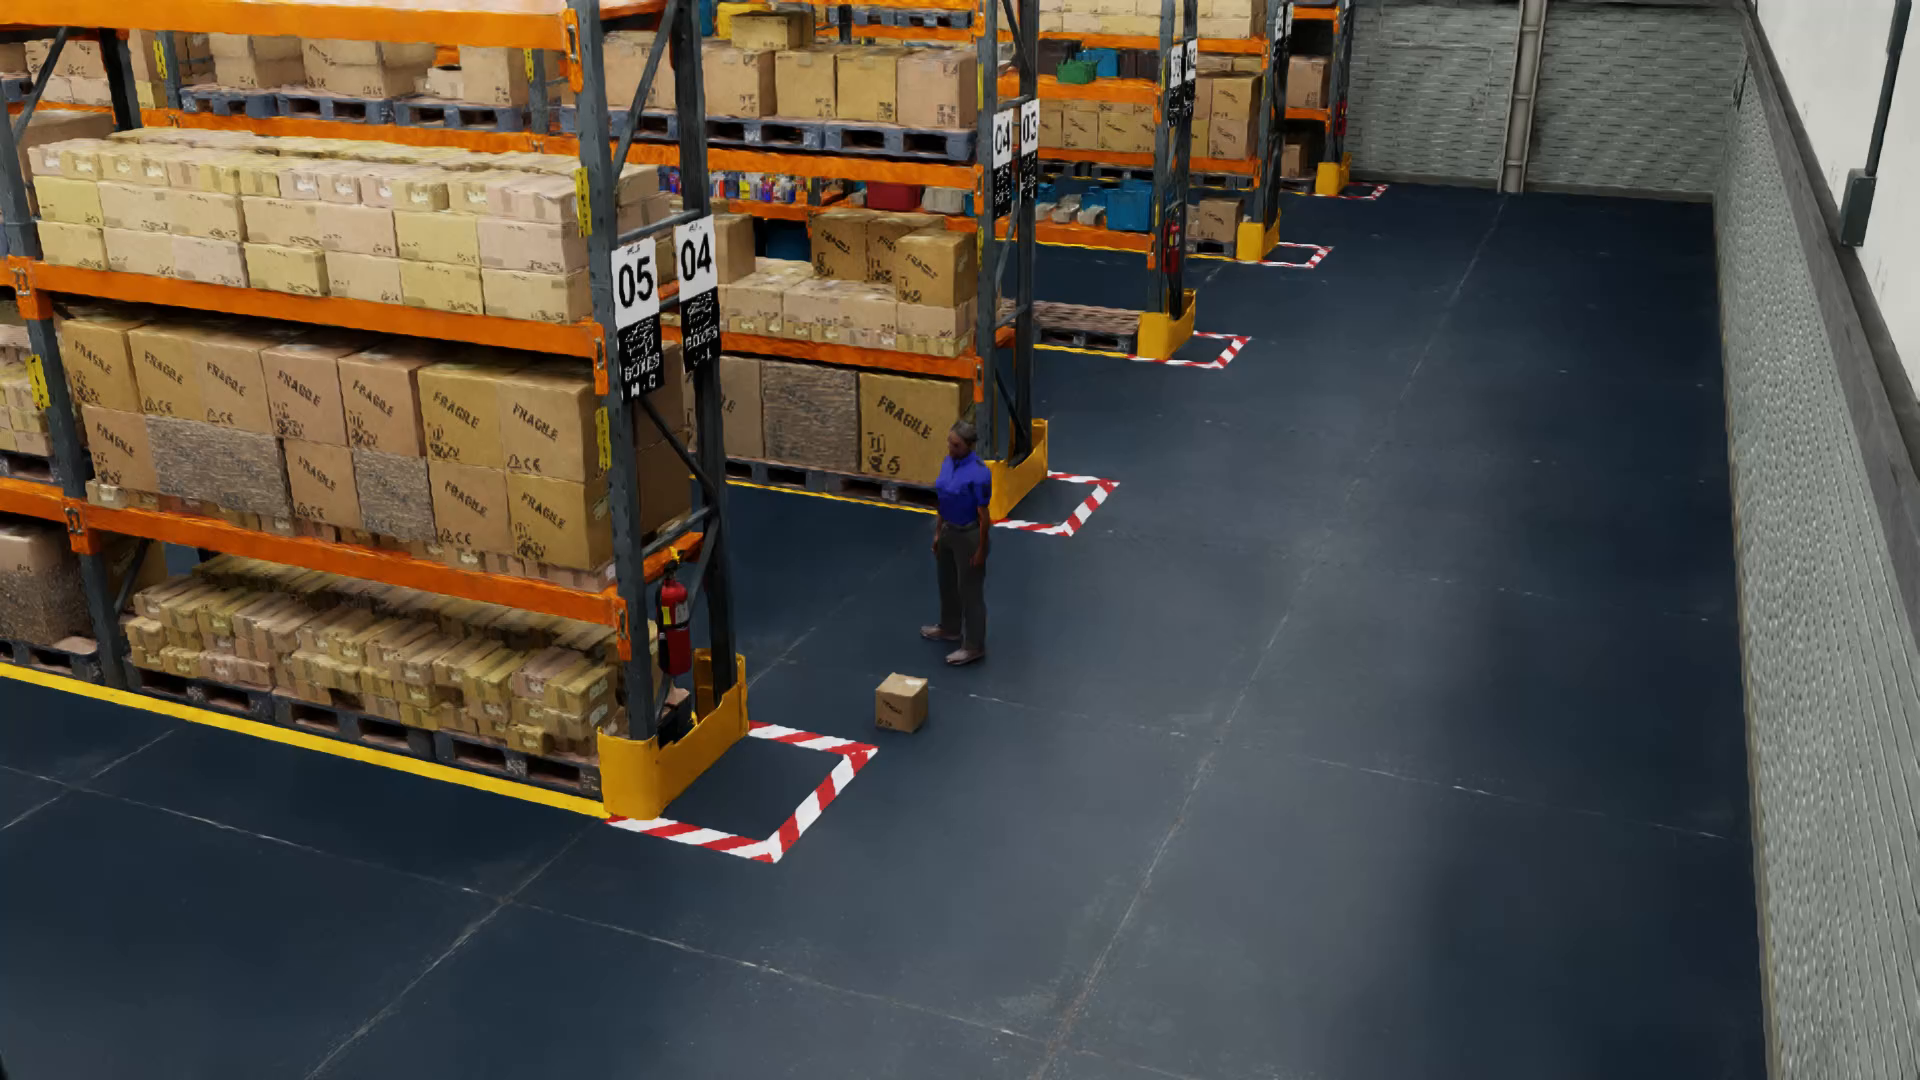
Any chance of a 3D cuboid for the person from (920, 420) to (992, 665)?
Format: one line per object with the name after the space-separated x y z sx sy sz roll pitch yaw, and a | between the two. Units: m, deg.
-0.059 -0.027 10.948 0.335 1.660 0.636 -15 27 -32 | person
